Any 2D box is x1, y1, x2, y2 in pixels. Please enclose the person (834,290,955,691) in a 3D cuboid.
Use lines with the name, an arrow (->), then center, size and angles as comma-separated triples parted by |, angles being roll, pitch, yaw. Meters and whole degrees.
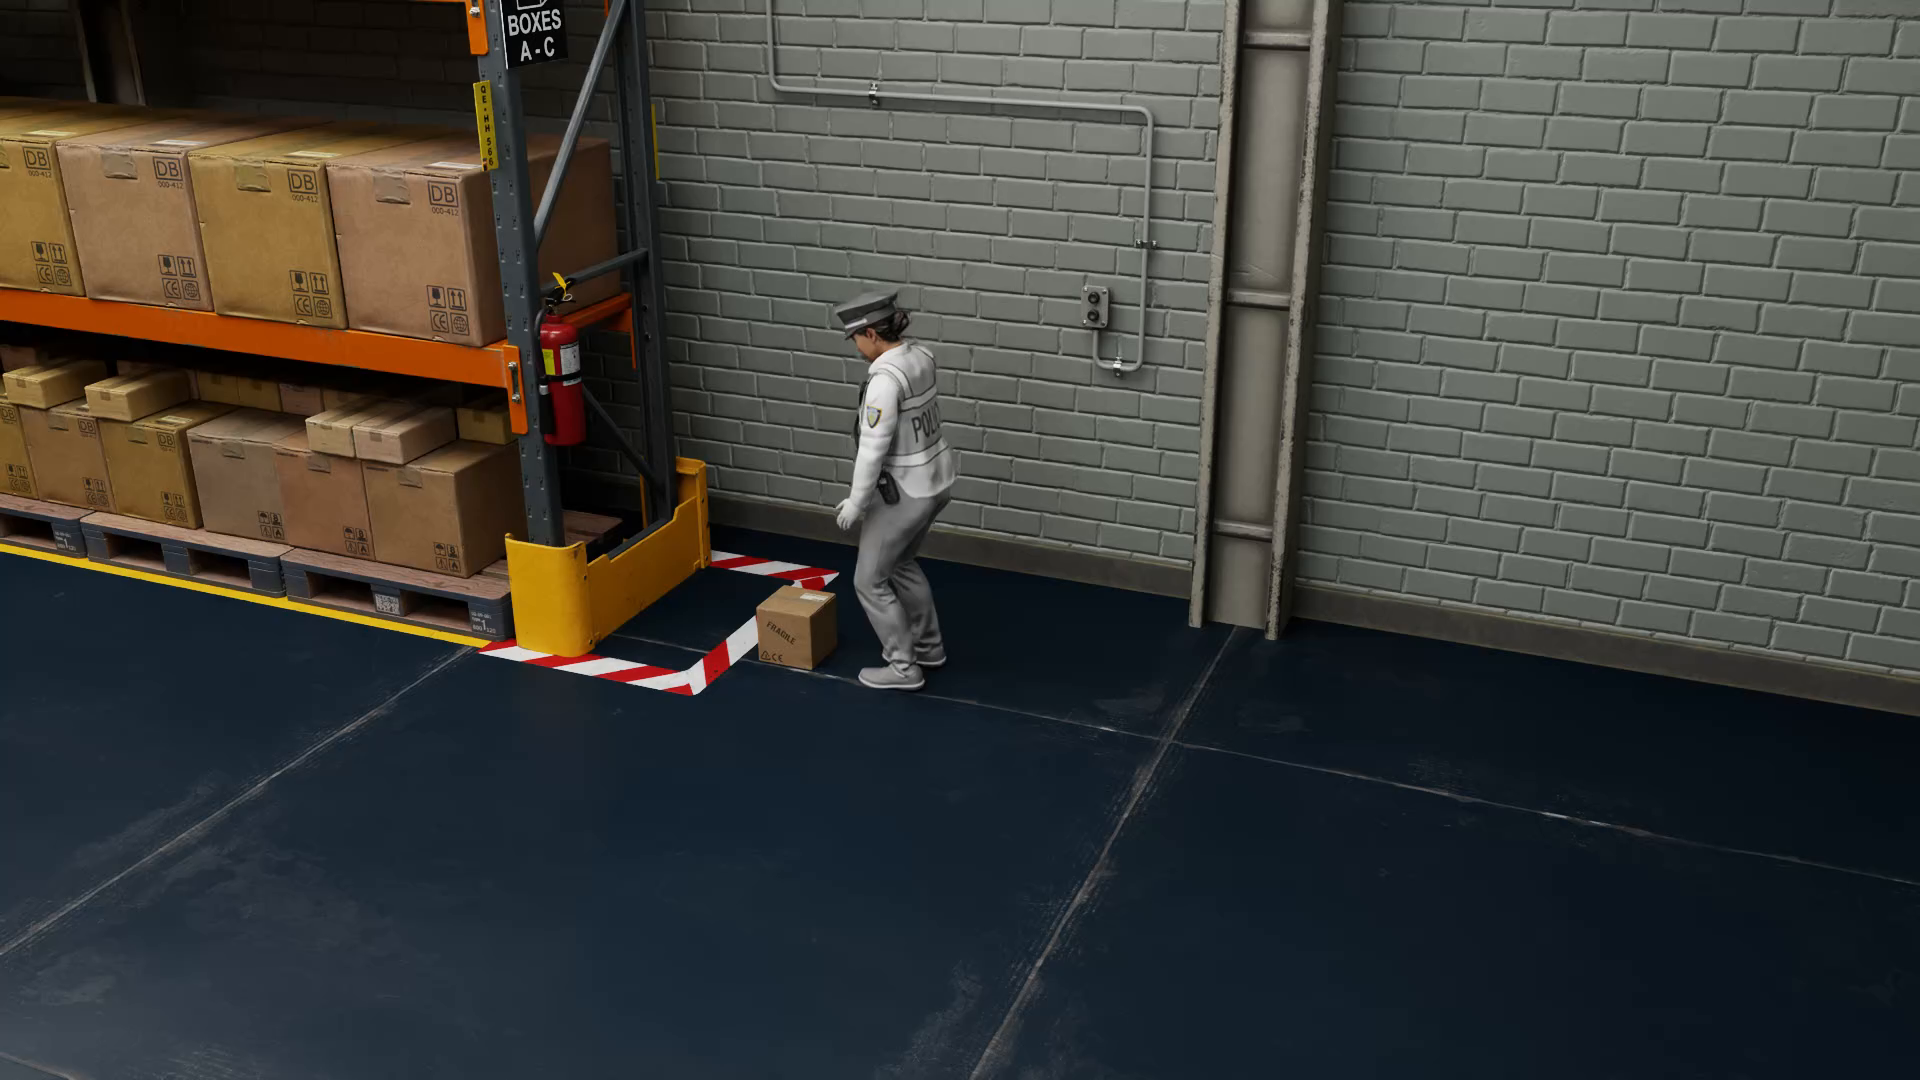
person -> -0.264, -0.183, 6.601 | 0.446, 1.626, 0.500 | 9, 24, 21
